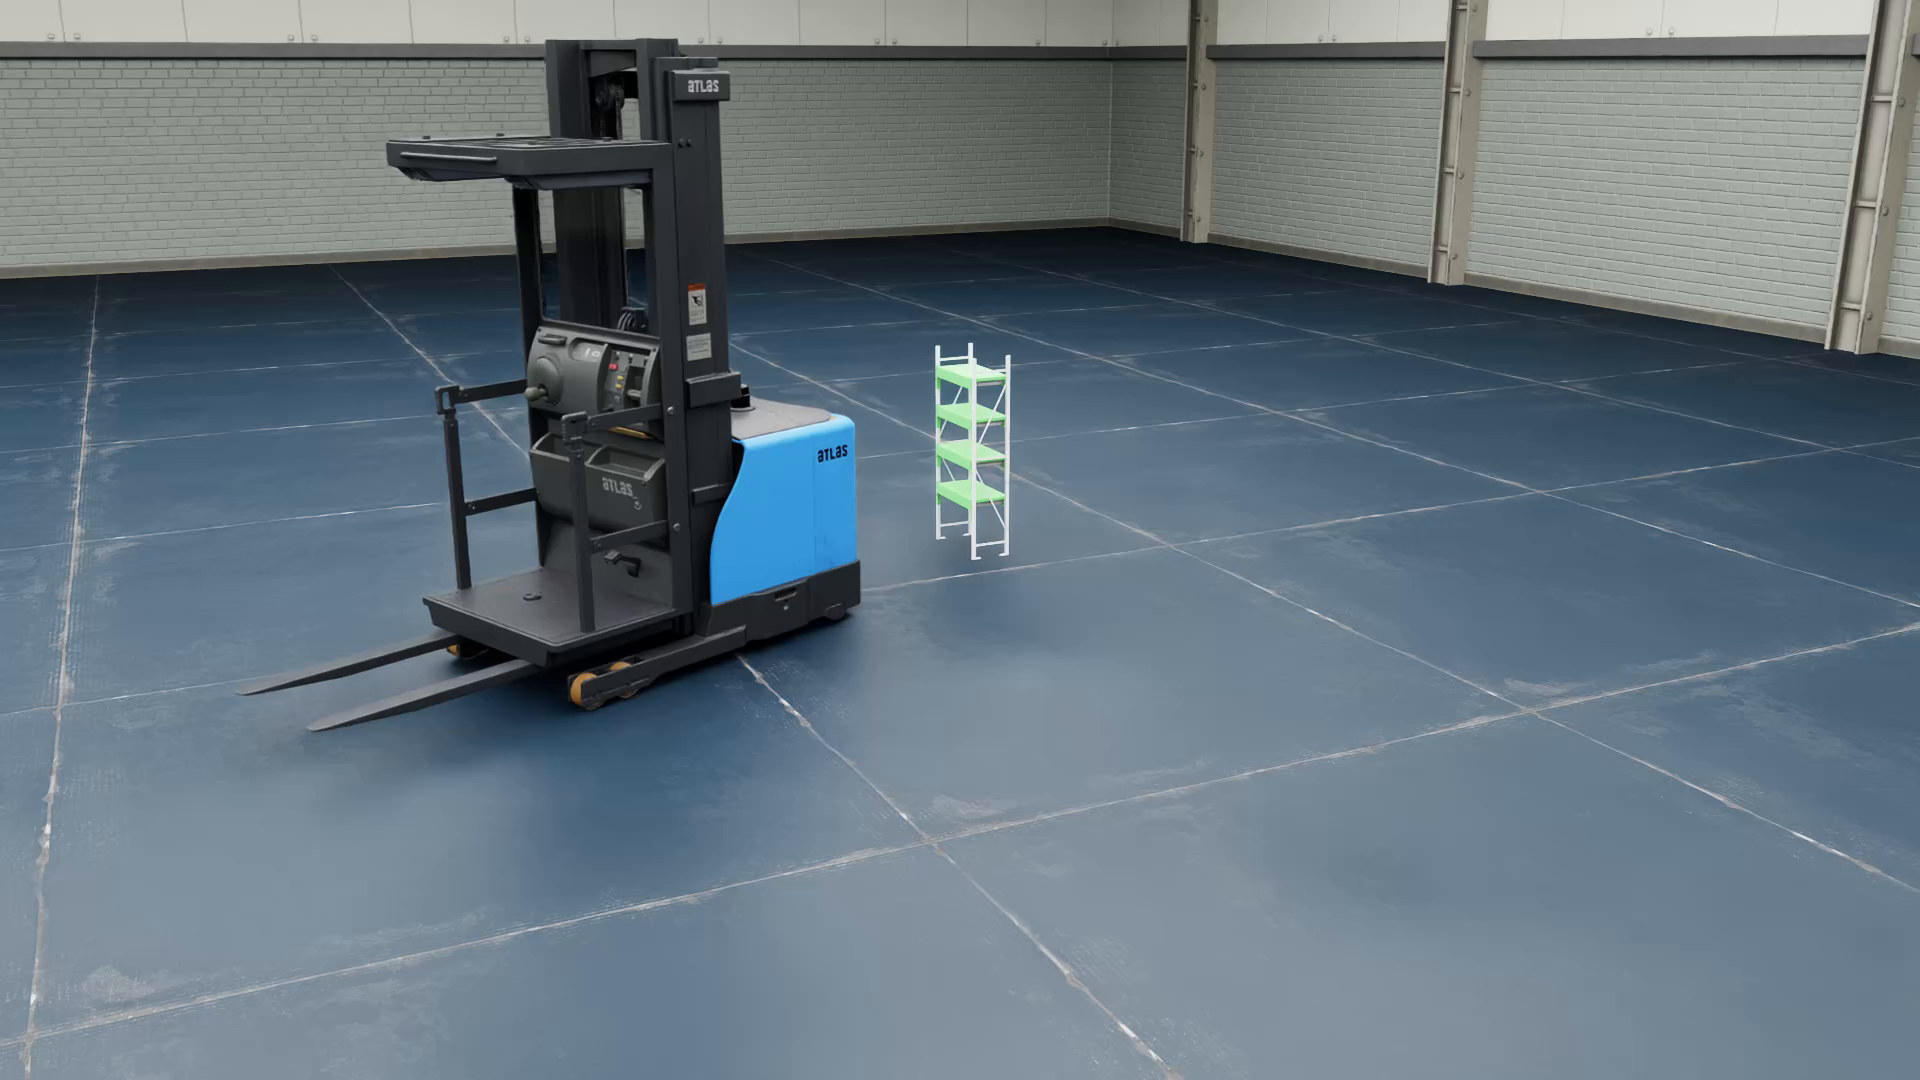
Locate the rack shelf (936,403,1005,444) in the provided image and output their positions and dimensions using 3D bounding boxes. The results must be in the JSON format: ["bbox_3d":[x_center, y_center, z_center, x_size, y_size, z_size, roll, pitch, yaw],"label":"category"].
[{"bbox_3d":[0.073,-0.705,9.894,0.258,0.148,0.480,-8,18,-25],"label":"rack shelf"}]

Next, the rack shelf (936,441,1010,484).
[{"bbox_3d":[0.073,-0.474,9.960,0.258,0.148,0.480,-8,18,-25],"label":"rack shelf"}]

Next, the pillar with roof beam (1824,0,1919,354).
[{"bbox_3d":[5.247,-5.745,13.957,9.100,9.000,0.400,-8,18,-25],"label":"pillar with roof beam"}]

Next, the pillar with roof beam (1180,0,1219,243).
[{"bbox_3d":[-0.010,-8.721,24.326,9.100,9.000,0.400,-8,18,-25],"label":"pillar with roof beam"}]

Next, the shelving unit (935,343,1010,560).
[{"bbox_3d":[0.073,-0.536,9.942,0.258,1.200,0.503,-8,18,-25],"label":"shelving unit"}]

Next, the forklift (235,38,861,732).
[{"bbox_3d":[-1.876,-0.794,7.703,1.130,2.935,3.031,14,21,39],"label":"forklift"}]

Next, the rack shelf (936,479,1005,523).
[{"bbox_3d":[0.073,-0.244,10.026,0.258,0.148,0.480,-8,18,-25],"label":"rack shelf"}]

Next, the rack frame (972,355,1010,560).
[{"bbox_3d":[0.179,-0.475,9.731,0.240,1.200,0.015,-8,18,-25],"label":"rack frame"}]

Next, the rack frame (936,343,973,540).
[{"bbox_3d":[-0.034,-0.596,10.153,0.240,1.200,0.015,-8,18,-25],"label":"rack frame"}]

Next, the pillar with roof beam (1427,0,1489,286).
[{"bbox_3d":[2.618,-7.233,19.141,9.100,9.000,0.400,-8,18,-25],"label":"pillar with roof beam"}]

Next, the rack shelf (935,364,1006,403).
[{"bbox_3d":[0.072,-0.936,9.827,0.258,0.148,0.480,-8,18,-25],"label":"rack shelf"}]
